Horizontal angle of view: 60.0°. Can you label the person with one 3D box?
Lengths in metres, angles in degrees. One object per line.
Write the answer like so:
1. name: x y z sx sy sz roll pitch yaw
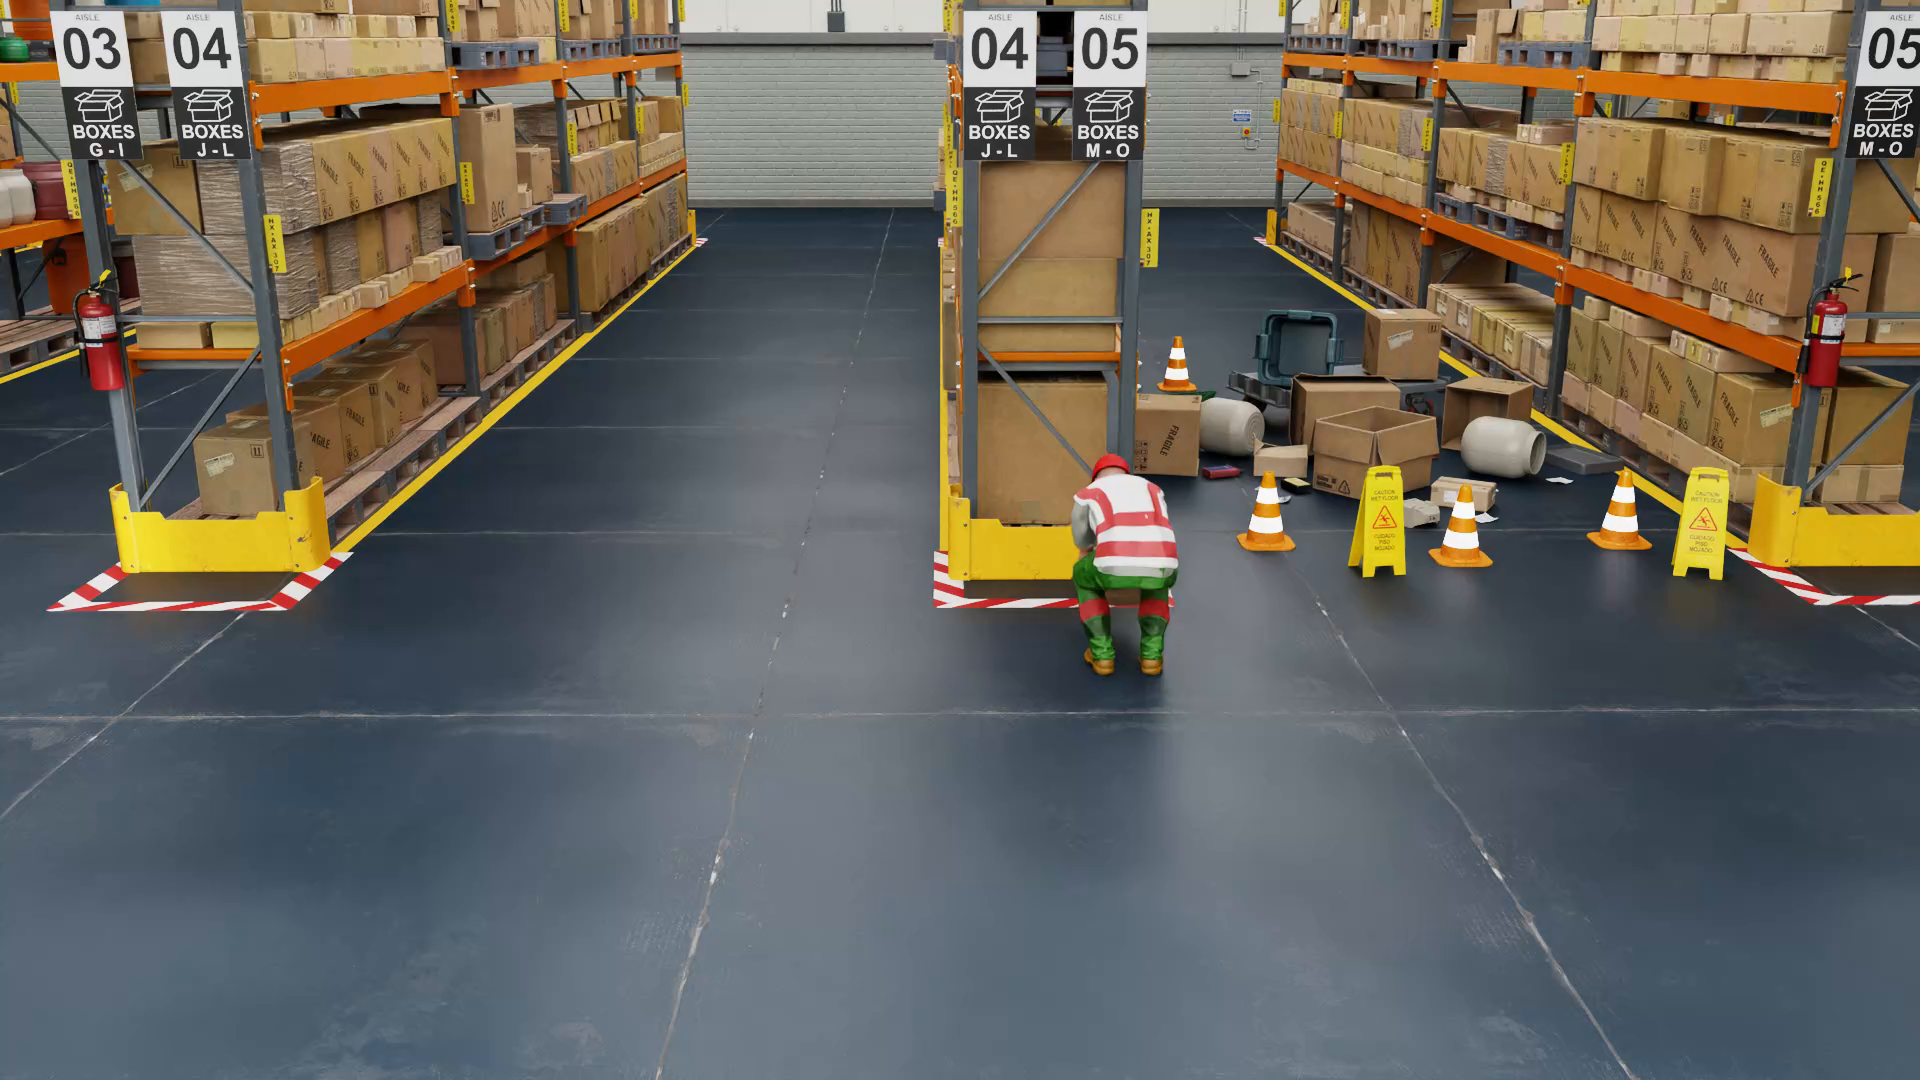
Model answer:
1. person: 0.836 0.128 8.466 0.526 0.985 0.929 -1 17 -3
